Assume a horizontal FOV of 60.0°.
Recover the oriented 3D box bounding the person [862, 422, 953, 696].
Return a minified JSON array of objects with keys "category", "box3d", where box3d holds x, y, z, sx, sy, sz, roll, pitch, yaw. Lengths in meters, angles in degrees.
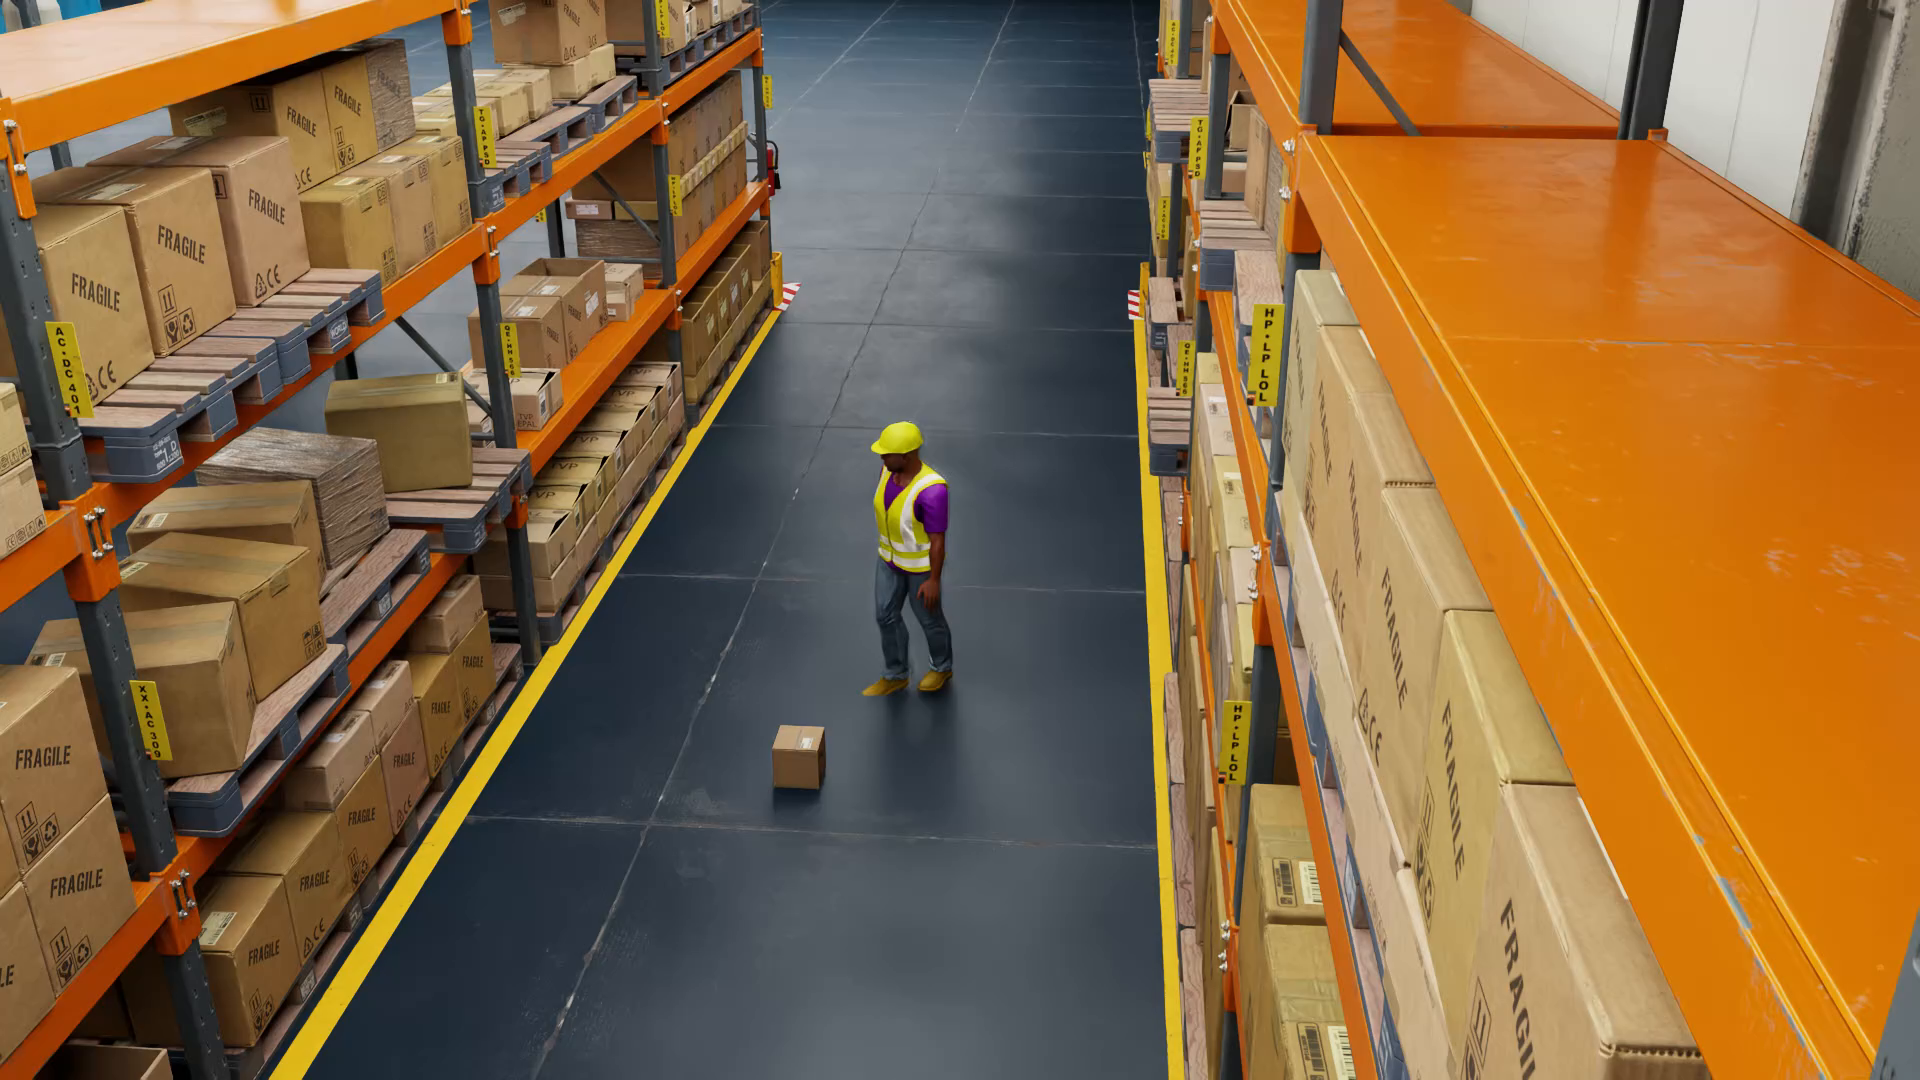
[{"category":"person","box3d":[-0.249,0.133,9.713,0.534,1.818,0.595,-22,33,-40]}]
